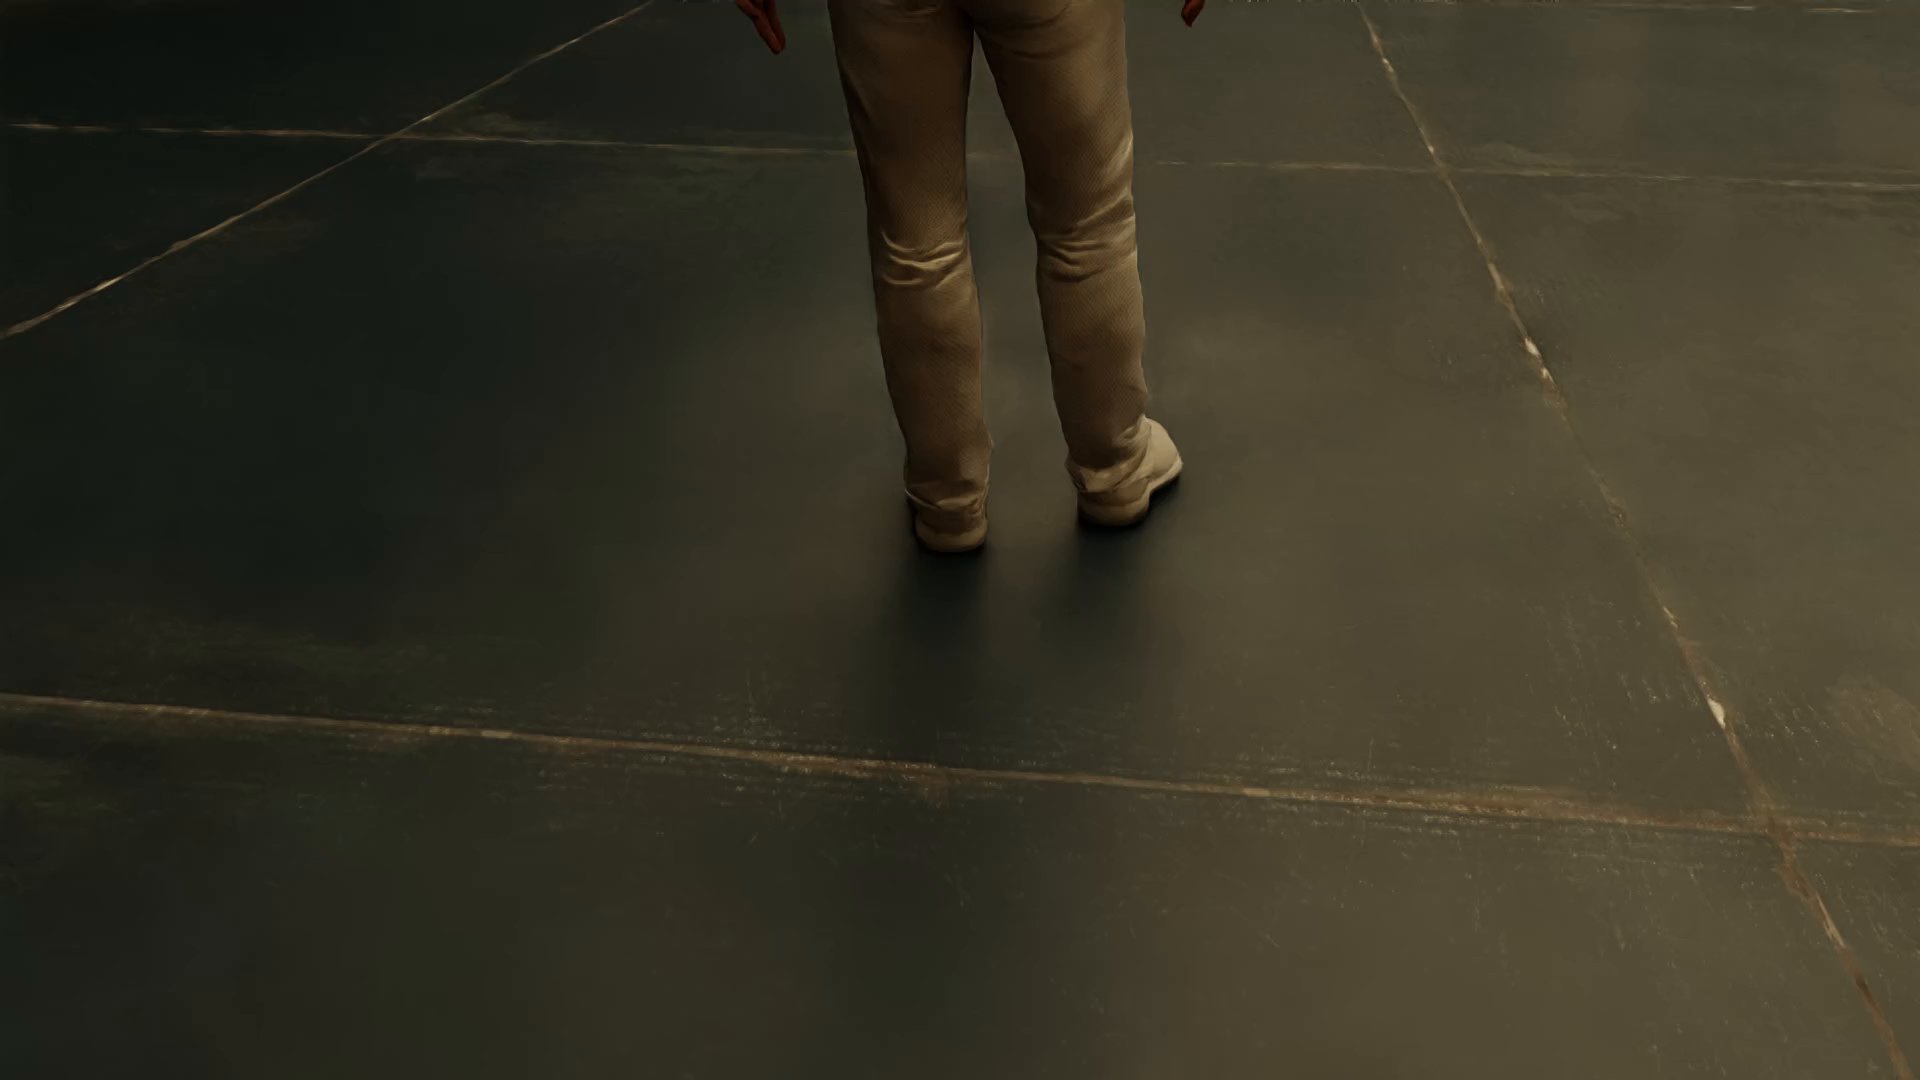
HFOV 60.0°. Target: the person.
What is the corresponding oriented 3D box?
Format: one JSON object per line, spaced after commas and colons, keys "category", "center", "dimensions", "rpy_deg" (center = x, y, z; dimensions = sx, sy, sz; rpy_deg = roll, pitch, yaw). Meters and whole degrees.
{"category": "person", "center": [0.015, -0.825, 2.167], "dimensions": [0.665, 1.760, 0.572], "rpy_deg": [3, 27, 7]}
